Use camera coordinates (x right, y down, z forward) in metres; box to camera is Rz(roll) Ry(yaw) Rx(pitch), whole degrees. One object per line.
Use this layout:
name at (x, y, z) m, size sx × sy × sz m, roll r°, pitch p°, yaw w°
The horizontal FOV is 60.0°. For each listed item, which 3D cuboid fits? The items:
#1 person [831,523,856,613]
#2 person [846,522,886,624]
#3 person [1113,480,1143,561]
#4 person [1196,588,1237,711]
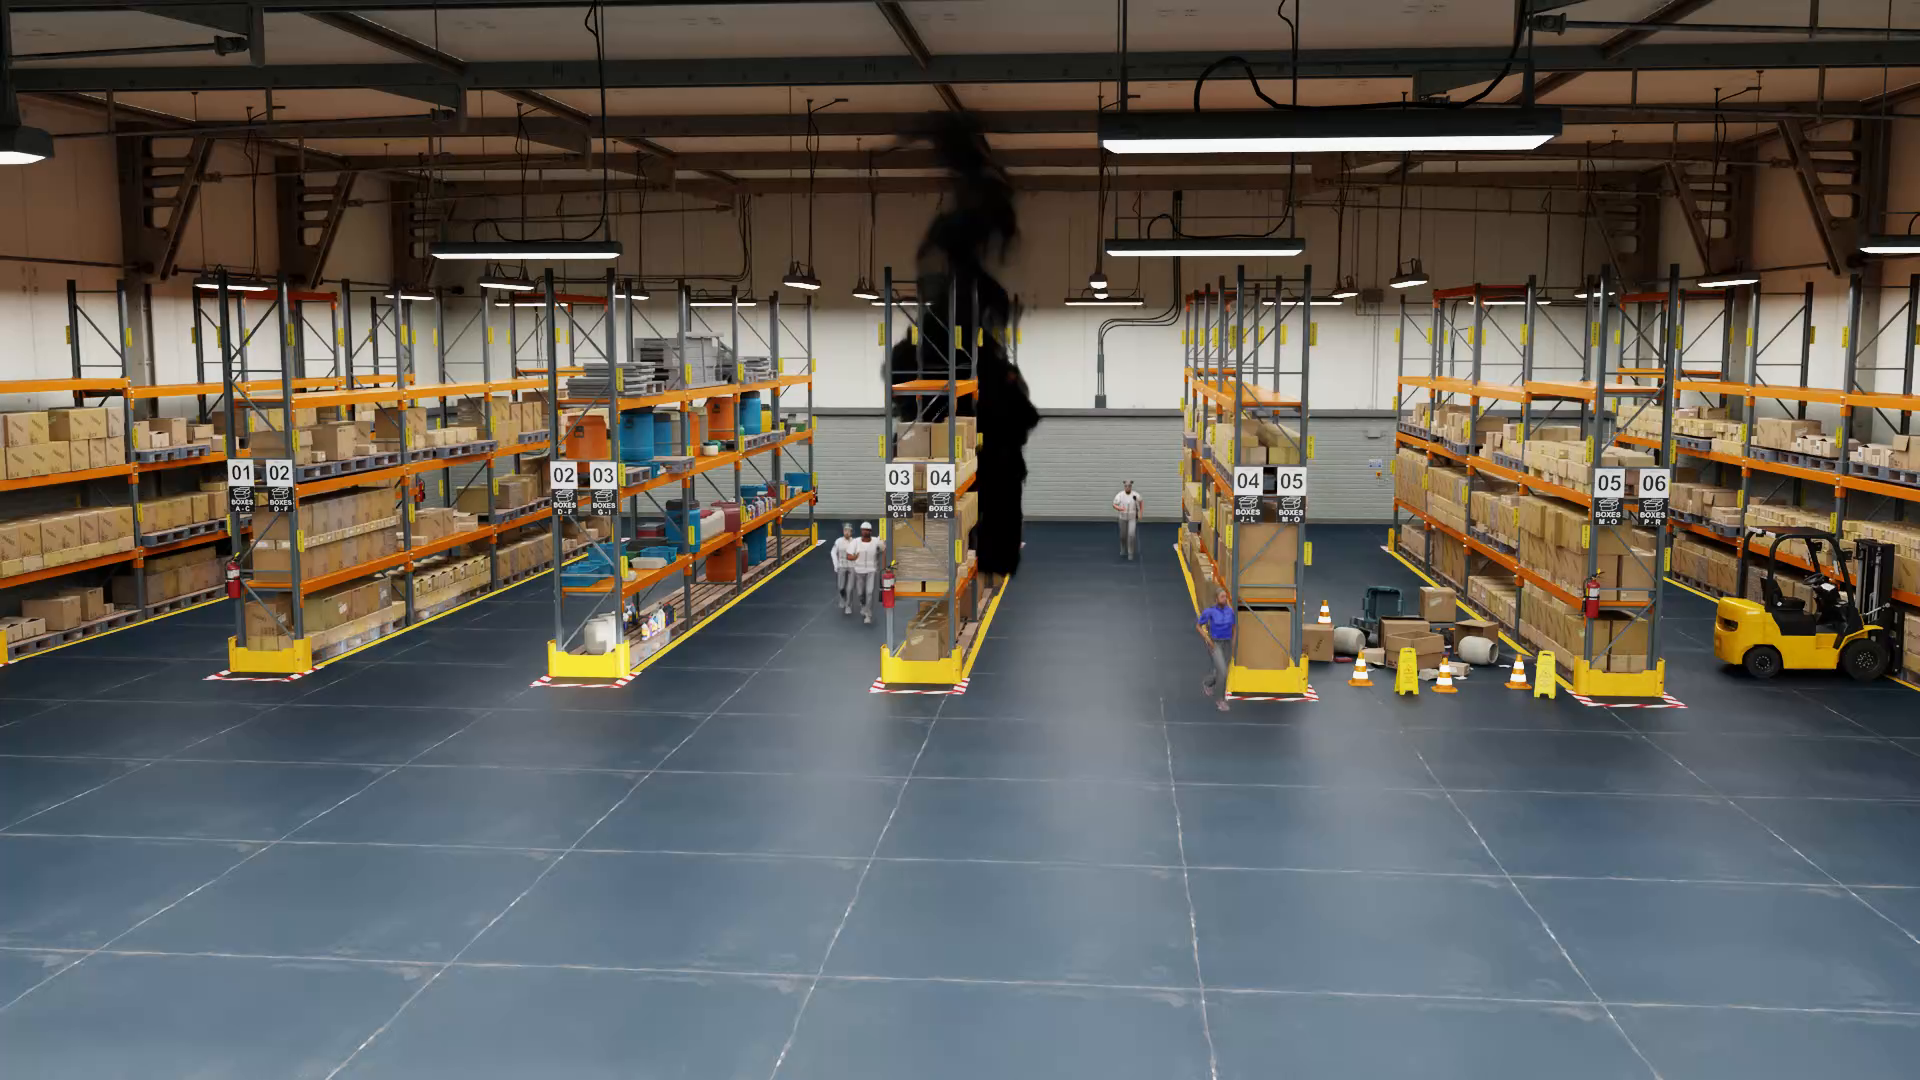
person at (-2.036, 0.511, 30.261) m, size 0.630 × 1.663 × 0.492 m, roll 0°, pitch 7°, yaw 0°
person at (-1.650, 0.552, 29.270) m, size 0.703 × 1.745 × 0.987 m, roll 0°, pitch 7°, yaw 4°
person at (3.823, -0.465, 37.880) m, size 0.682 × 1.832 × 0.842 m, roll 1°, pitch 7°, yaw 6°
person at (3.480, 1.464, 22.648) m, size 0.597 × 1.647 × 0.728 m, roll -3°, pitch 8°, yaw -27°
